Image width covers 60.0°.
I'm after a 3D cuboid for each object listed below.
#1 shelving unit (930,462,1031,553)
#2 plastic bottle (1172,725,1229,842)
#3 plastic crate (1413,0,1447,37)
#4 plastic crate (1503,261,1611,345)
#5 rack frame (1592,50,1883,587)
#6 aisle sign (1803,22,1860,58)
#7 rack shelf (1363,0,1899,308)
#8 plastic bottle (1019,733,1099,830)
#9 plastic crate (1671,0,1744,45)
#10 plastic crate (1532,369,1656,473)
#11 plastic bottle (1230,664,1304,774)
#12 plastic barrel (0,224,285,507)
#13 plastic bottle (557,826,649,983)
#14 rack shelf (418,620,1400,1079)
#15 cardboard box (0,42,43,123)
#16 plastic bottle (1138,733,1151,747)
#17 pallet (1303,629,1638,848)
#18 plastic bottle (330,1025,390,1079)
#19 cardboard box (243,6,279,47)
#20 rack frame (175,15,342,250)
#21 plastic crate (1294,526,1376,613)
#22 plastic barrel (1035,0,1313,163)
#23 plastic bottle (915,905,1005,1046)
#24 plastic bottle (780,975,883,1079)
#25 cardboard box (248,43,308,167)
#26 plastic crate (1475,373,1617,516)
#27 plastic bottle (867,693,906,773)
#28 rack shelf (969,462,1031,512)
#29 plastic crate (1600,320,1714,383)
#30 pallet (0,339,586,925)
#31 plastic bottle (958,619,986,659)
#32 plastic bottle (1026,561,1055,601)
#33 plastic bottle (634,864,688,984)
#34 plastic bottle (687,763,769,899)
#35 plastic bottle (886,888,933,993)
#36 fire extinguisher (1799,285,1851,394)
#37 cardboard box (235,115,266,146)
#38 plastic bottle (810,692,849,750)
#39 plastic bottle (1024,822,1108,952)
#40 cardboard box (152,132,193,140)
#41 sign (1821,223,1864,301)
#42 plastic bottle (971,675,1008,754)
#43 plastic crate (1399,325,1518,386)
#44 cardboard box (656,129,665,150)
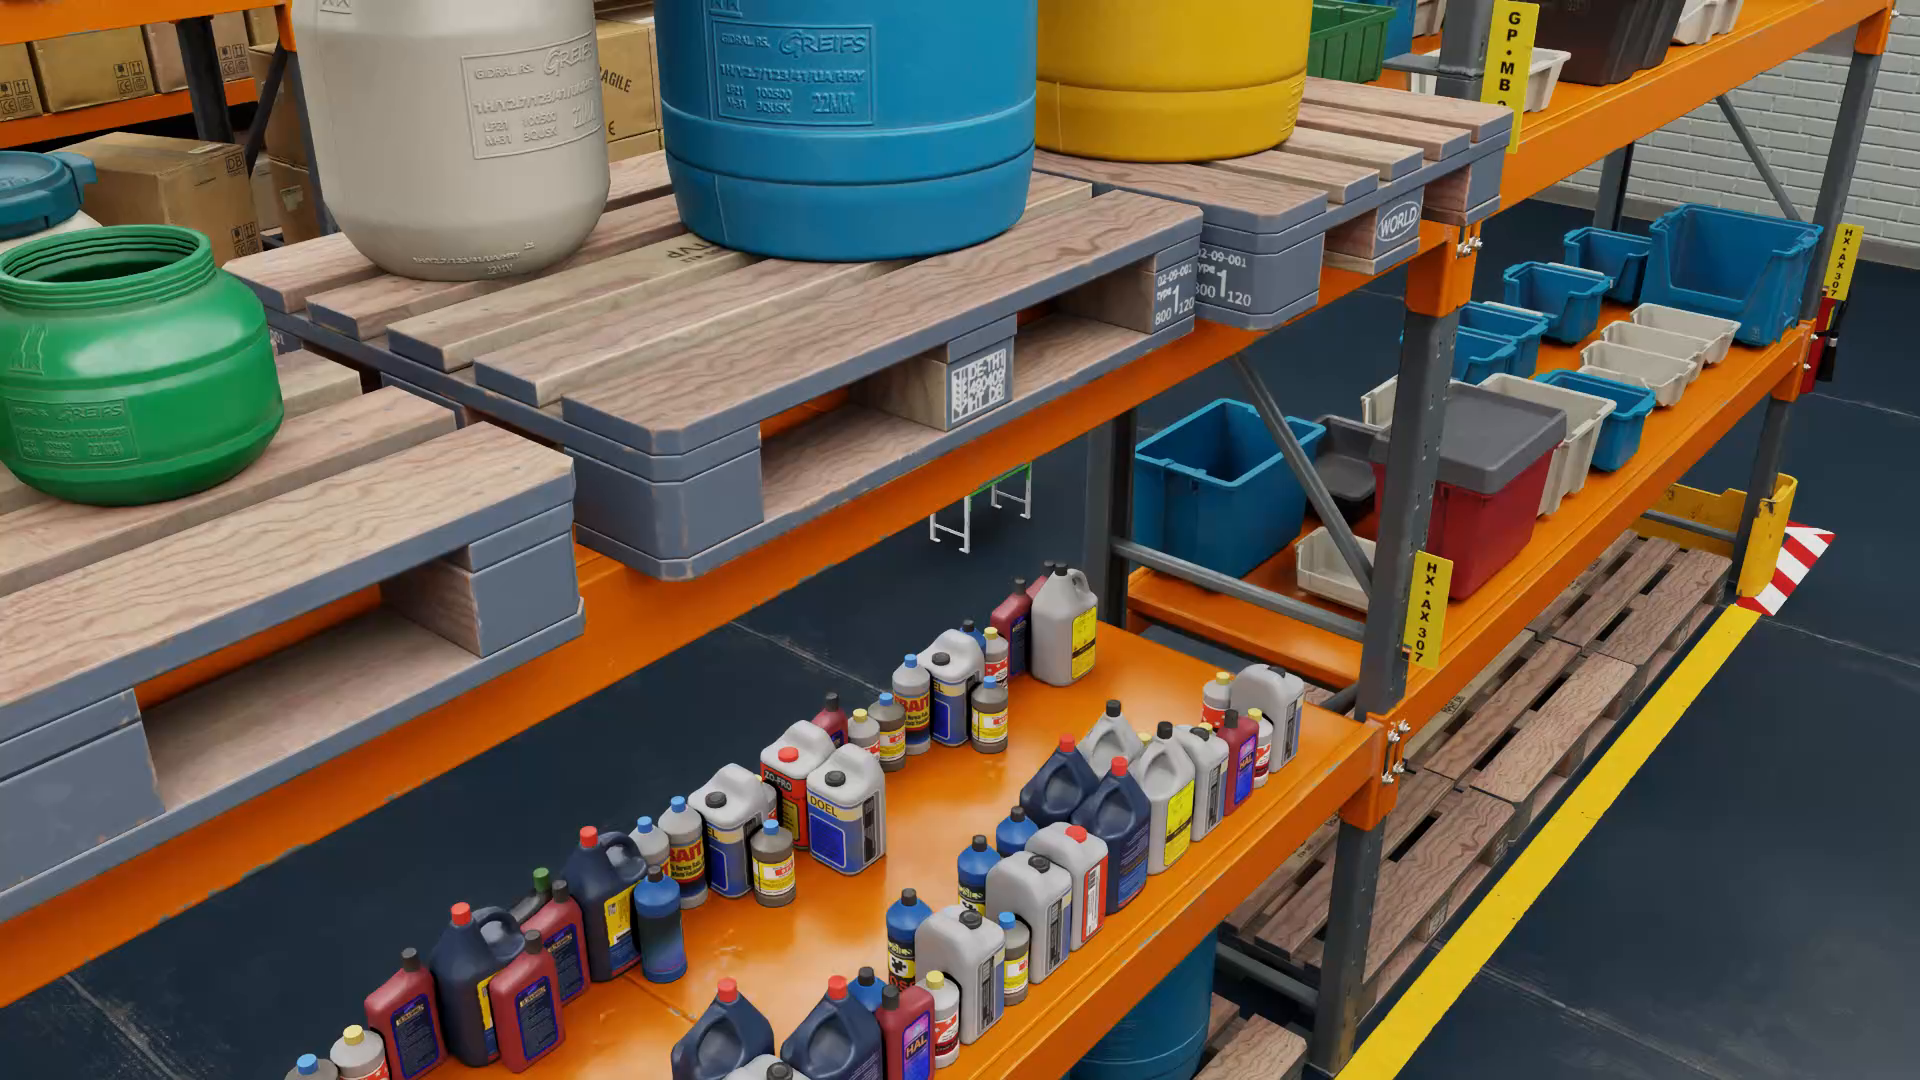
[{"bbox_3d":[0.105,-0.592,8.088,0.258,1.200,0.503,21,34,34],"label":"shelving unit"},{"bbox_3d":[0.557,0.566,4.026,0.152,0.276,0.135,21,34,34],"label":"plastic bottle"},{"bbox_3d":[1.306,-1.630,5.159,0.293,0.136,0.466,21,34,34],"label":"plastic crate"},{"bbox_3d":[2.505,-0.999,7.033,0.416,0.233,0.300,21,34,34],"label":"plastic crate"},{"bbox_3d":[3.335,-1.271,7.442,1.000,3.000,0.127,21,34,34],"label":"rack frame"},{"bbox_3d":[3.607,-2.366,6.729,0.394,0.787,0.004,21,34,34],"label":"aisle sign"},{"bbox_3d":[2.063,-1.575,5.548,1.077,0.370,4.000,21,34,34],"label":"rack shelf"},{"bbox_3d":[0.229,0.614,3.852,0.144,0.351,0.185,21,34,34],"label":"plastic bottle"},{"bbox_3d":[2.212,-1.681,5.257,0.437,0.136,0.530,21,34,34],"label":"plastic crate"},{"bbox_3d":[2.226,-0.420,5.915,0.416,0.233,0.300,21,34,34],"label":"plastic crate"},{"bbox_3d":[0.789,0.436,4.277,0.152,0.276,0.135,21,34,34],"label":"plastic bottle"},{"bbox_3d":[-0.902,-0.193,1.806,0.294,0.245,0.294,0,27,0],"label":"plastic barrel"},{"bbox_3d":[-0.763,0.757,3.576,0.144,0.351,0.185,21,34,34],"label":"plastic bottle"},{"bbox_3d":[-0.482,1.176,3.496,1.077,0.370,4.000,21,34,34],"label":"rack shelf"},{"bbox_3d":[-6.497,-3.069,10.592,0.980,0.700,0.700,21,34,35],"label":"cardboard box"},{"bbox_3d":[0.449,0.569,4.101,0.097,0.201,0.097,0,27,0],"label":"plastic bottle"},{"bbox_3d":[2.004,0.679,6.707,1.003,0.211,1.213,21,34,34],"label":"pallet"},{"bbox_3d":[-1.158,1.026,3.217,0.097,0.201,0.097,0,27,0],"label":"plastic bottle"},{"bbox_3d":[-5.081,-3.855,12.110,0.980,0.700,0.700,20,34,34],"label":"cardboard box"},{"bbox_3d":[-3.029,-1.302,7.502,1.000,3.000,0.127,21,34,34],"label":"rack frame"},{"bbox_3d":[1.197,0.114,4.986,0.396,0.136,0.243,21,34,34],"label":"plastic crate"},{"bbox_3d":[0.367,-1.072,3.132,0.600,0.588,0.600,0,27,0],"label":"plastic barrel"},{"bbox_3d":[0.003,0.875,3.430,0.152,0.276,0.135,21,34,34],"label":"plastic bottle"},{"bbox_3d":[-0.242,0.981,3.143,0.144,0.351,0.185,21,34,34],"label":"plastic bottle"},{"bbox_3d":[-2.907,-2.045,7.742,0.500,0.500,0.500,21,34,35],"label":"cardboard box"},{"bbox_3d":[1.904,-0.314,5.657,0.437,0.282,0.530,21,34,34],"label":"plastic crate"},{"bbox_3d":[-0.188,0.486,4.263,0.097,0.201,0.097,0,27,0],"label":"plastic bottle"},{"bbox_3d":[0.105,-0.322,8.227,0.258,0.148,0.480,21,34,34],"label":"rack shelf"},{"bbox_3d":[2.760,-0.740,6.638,0.396,0.136,0.243,21,34,34],"label":"plastic crate"},{"bbox_3d":[-1.192,0.074,1.783,1.003,0.211,1.213,21,34,34],"label":"pallet"},{"bbox_3d":[0.022,0.338,4.473,0.097,0.271,0.097,0,27,0],"label":"plastic bottle"},{"bbox_3d":[0.228,0.204,4.718,0.061,0.283,0.133,21,34,34],"label":"plastic bottle"},{"bbox_3d":[-0.642,0.812,3.556,0.097,0.271,0.097,0,27,0],"label":"plastic bottle"},{"bbox_3d":[-0.534,0.666,3.834,0.152,0.276,0.135,21,34,34],"label":"plastic bottle"},{"bbox_3d":[-0.105,0.847,3.488,0.097,0.271,0.097,0,27,0],"label":"plastic bottle"},{"bbox_3d":[3.781,-0.992,7.393,0.296,0.674,0.183,21,34,34],"label":"fire extinguisher"},{"bbox_3d":[-5.234,-3.088,12.512,0.380,0.149,0.250,21,34,35],"label":"cardboard box"},{"bbox_3d":[-0.337,0.519,4.109,0.061,0.283,0.133,21,34,34],"label":"plastic bottle"},{"bbox_3d":[0.236,0.745,3.681,0.152,0.276,0.135,21,34,34],"label":"plastic bottle"},{"bbox_3d":[-5.719,-2.817,11.988,0.380,0.149,0.250,20,33,34],"label":"cardboard box"},{"bbox_3d":[3.769,-1.189,7.105,0.100,0.325,0.005,21,34,34],"label":"sign"},{"bbox_3d":[0.077,0.448,4.336,0.097,0.201,0.097,0,27,0],"label":"plastic bottle"},{"bbox_3d":[1.895,-0.659,6.376,0.416,0.233,0.300,21,34,34],"label":"plastic crate"},{"bbox_3d":[-1.529,-1.987,8.718,0.500,0.500,0.500,20,34,34],"label":"cardboard box"}]
